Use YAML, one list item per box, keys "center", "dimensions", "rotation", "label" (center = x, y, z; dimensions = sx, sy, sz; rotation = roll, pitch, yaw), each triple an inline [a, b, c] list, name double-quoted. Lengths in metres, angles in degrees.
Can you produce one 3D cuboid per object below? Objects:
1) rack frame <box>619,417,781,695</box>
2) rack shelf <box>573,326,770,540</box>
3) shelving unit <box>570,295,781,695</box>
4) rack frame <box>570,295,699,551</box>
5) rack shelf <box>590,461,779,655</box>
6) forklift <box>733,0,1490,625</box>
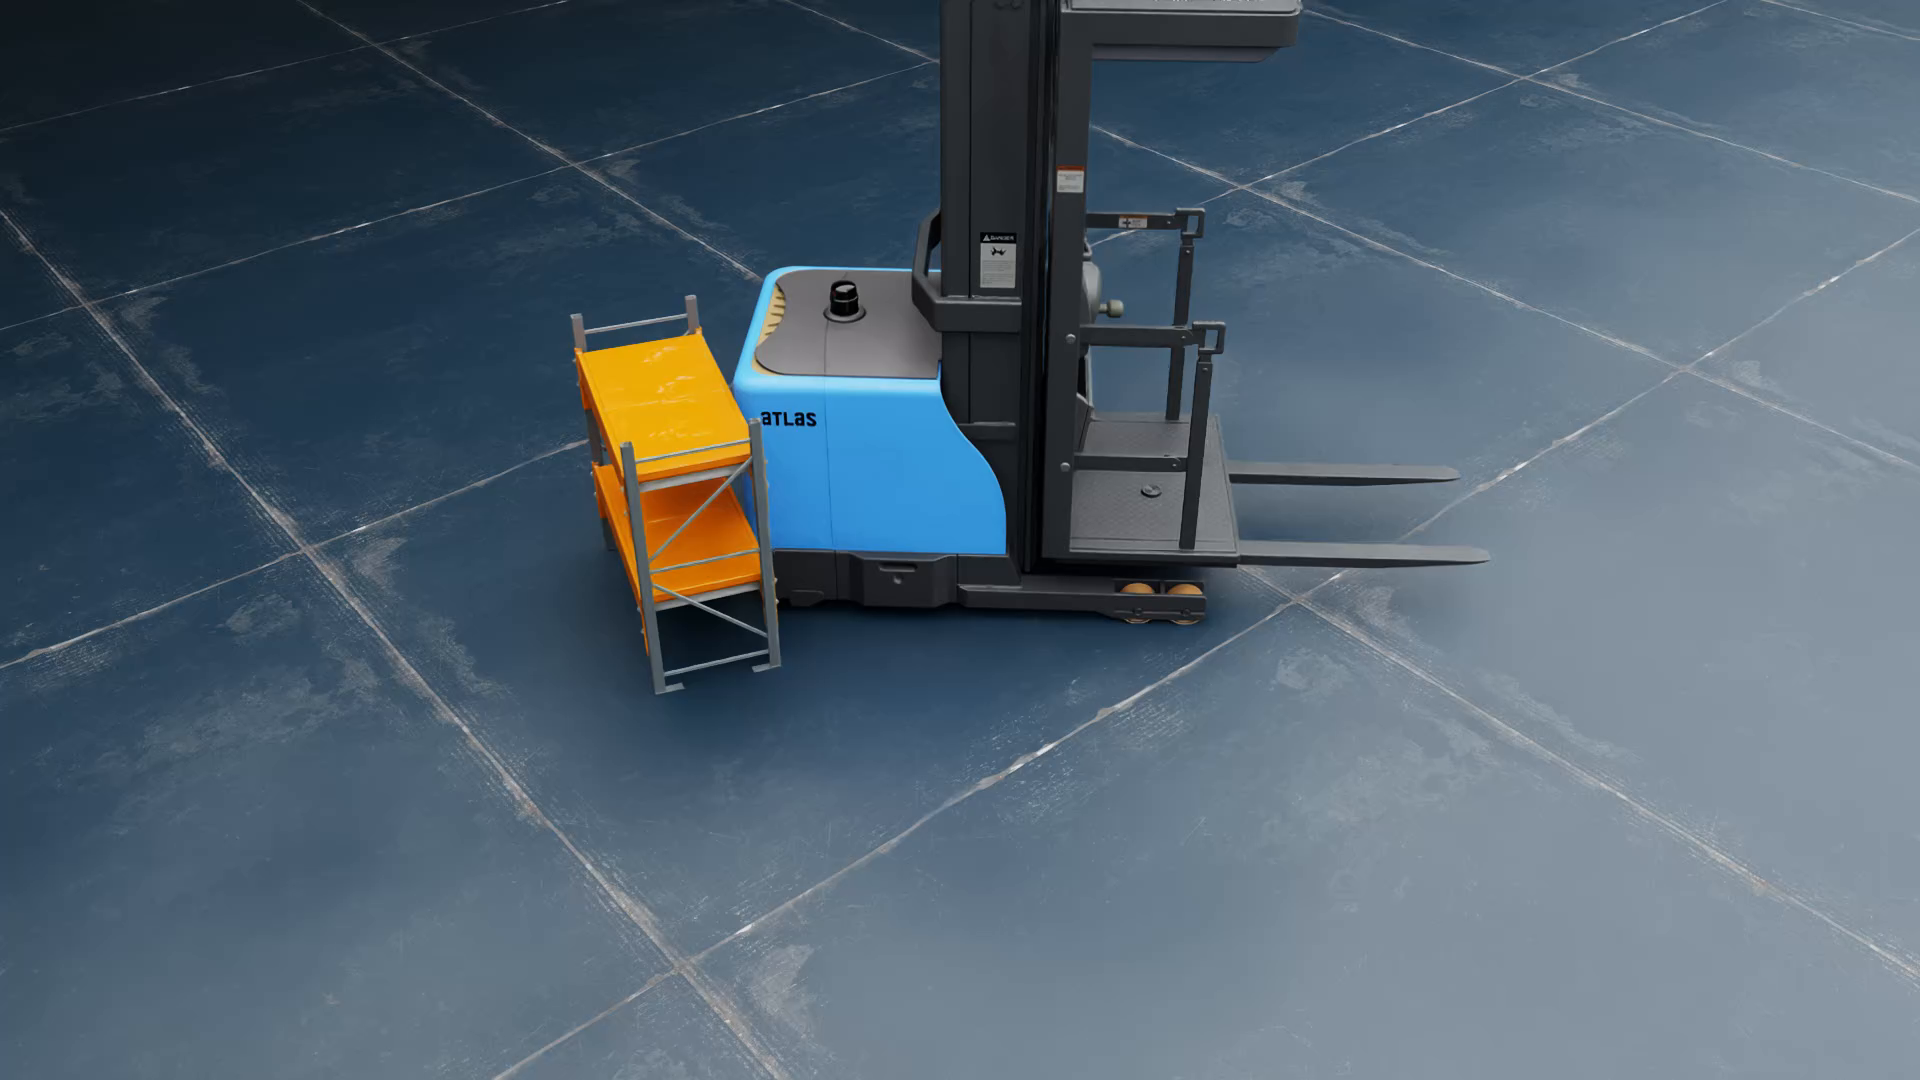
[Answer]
- center: [-0.944, 0.080, 6.163]
  dimensions: [0.500, 1.125, 0.032]
  rotation: [-12, 37, -16]
  label: "rack frame"
- center: [-1.121, -0.434, 6.383]
  dimensions: [0.538, 0.278, 1.000]
  rotation: [-12, 37, -16]
  label: "rack shelf"
- center: [-1.121, -0.195, 6.552]
  dimensions: [0.538, 1.125, 1.048]
  rotation: [-12, 37, -16]
  label: "shelving unit"
- center: [-1.298, -0.470, 6.941]
  dimensions: [0.500, 1.125, 0.032]
  rotation: [-12, 37, -16]
  label: "rack frame"
- center: [-1.121, 0.005, 6.693]
  dimensions: [0.538, 0.278, 1.000]
  rotation: [-12, 37, -16]
  label: "rack shelf"
- center: [0.657, -1.166, 6.361]
  dimensions: [3.031, 2.935, 1.130]
  rotation: [2, 35, 2]
  label: "forklift"
